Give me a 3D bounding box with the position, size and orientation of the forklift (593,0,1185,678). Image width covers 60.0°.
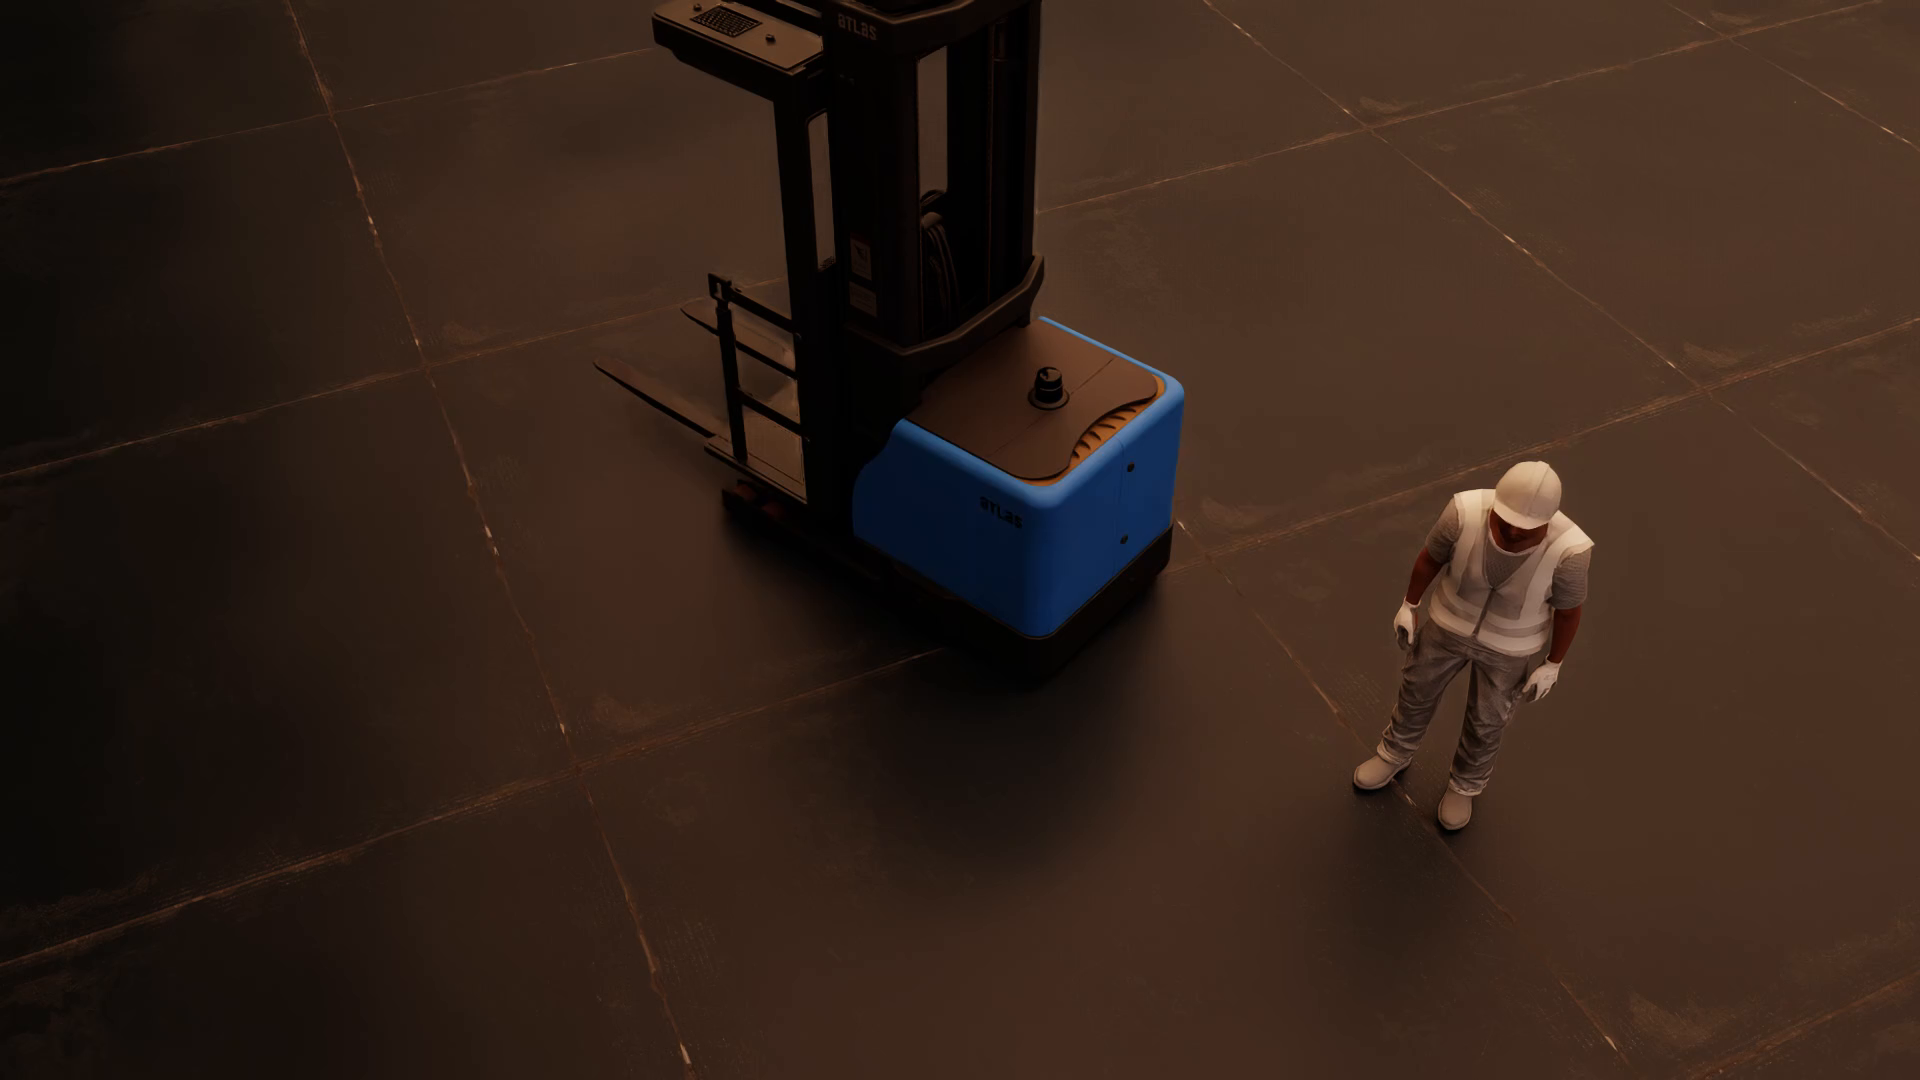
[{"bbox_3d":[-0.497,-1.336,7.111,3.031,2.935,1.130,30,50,28],"label":"forklift"}]

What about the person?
[{"bbox_3d":[1.916,0.363,6.143,0.620,1.773,0.449,24,48,24],"label":"person"}]
